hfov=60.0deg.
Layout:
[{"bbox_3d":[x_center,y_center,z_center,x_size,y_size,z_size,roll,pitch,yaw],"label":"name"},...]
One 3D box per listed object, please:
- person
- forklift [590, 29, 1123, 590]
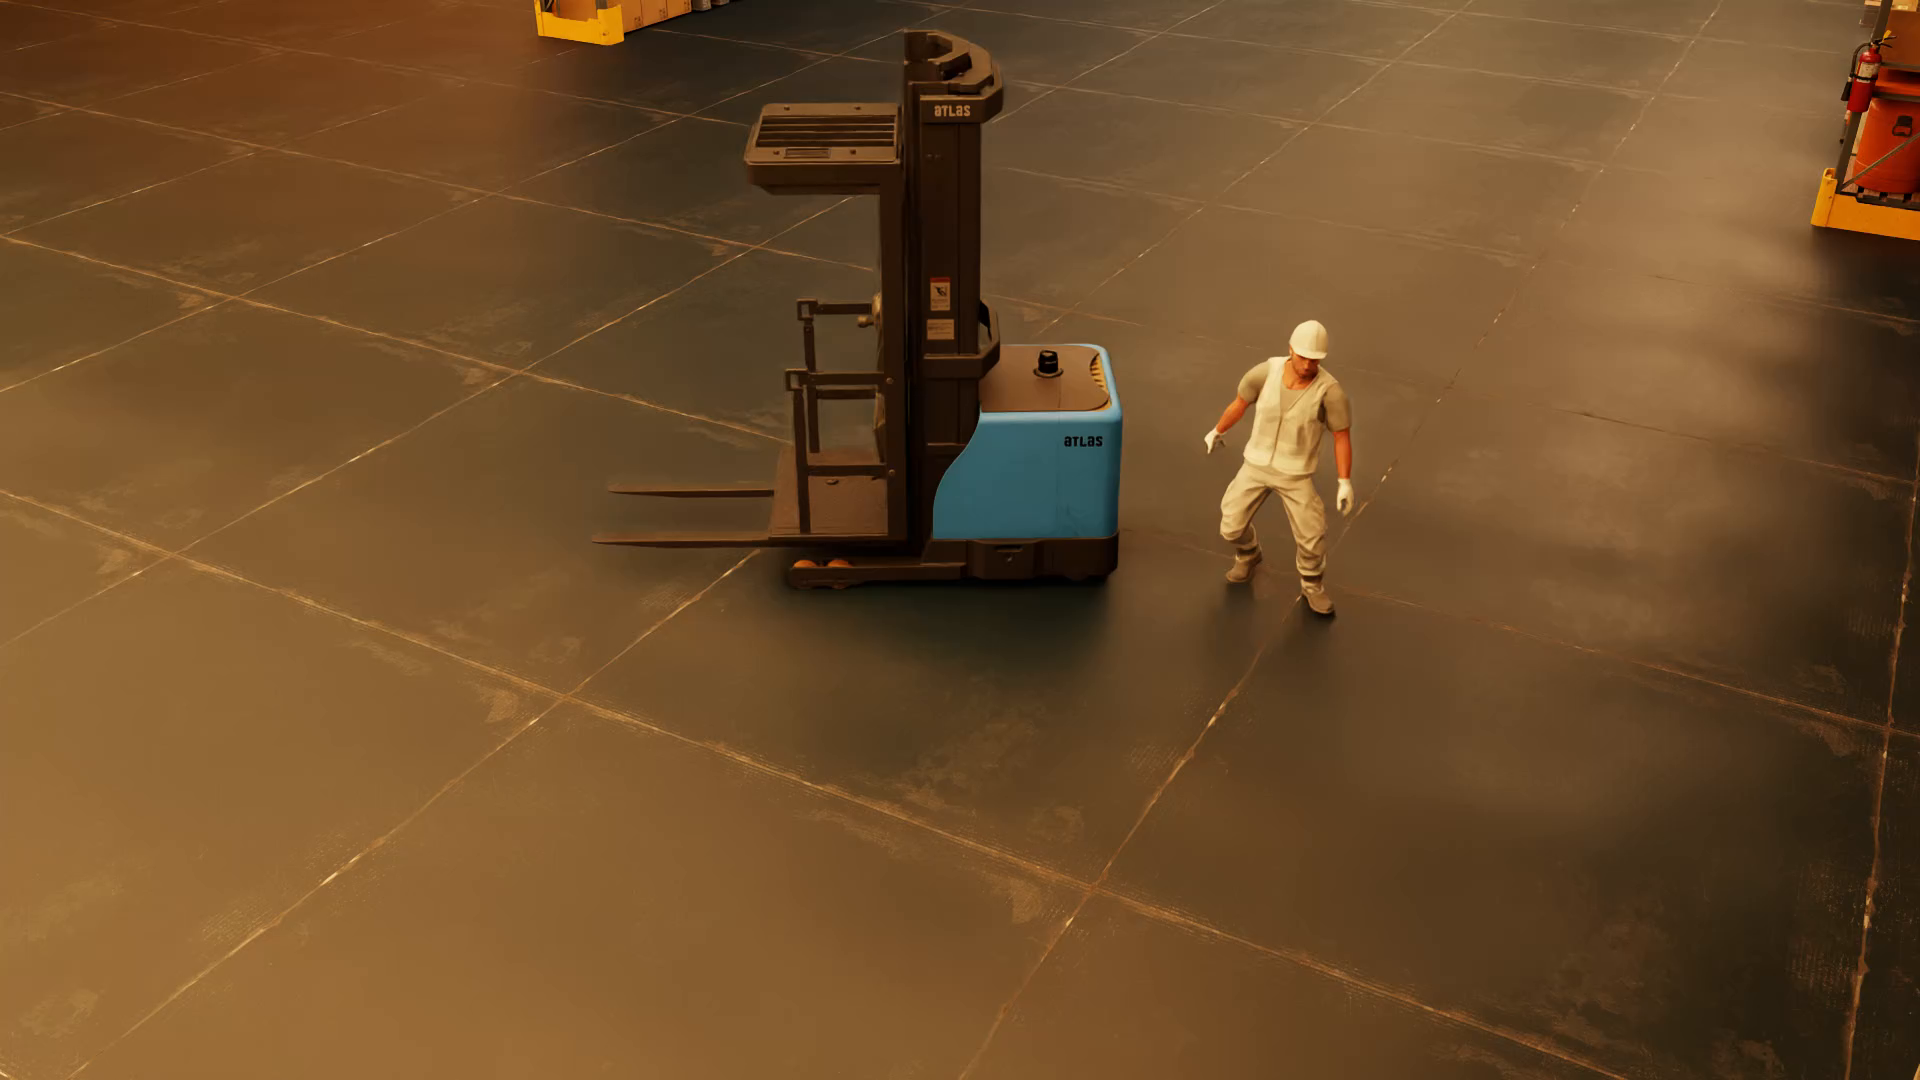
[{"bbox_3d":[1.738,-0.439,9.065,0.907,1.695,0.469,17,34,27],"label":"person"},{"bbox_3d":[-0.618,-1.254,9.244,3.031,2.935,1.130,-1,30,-1],"label":"forklift"}]
